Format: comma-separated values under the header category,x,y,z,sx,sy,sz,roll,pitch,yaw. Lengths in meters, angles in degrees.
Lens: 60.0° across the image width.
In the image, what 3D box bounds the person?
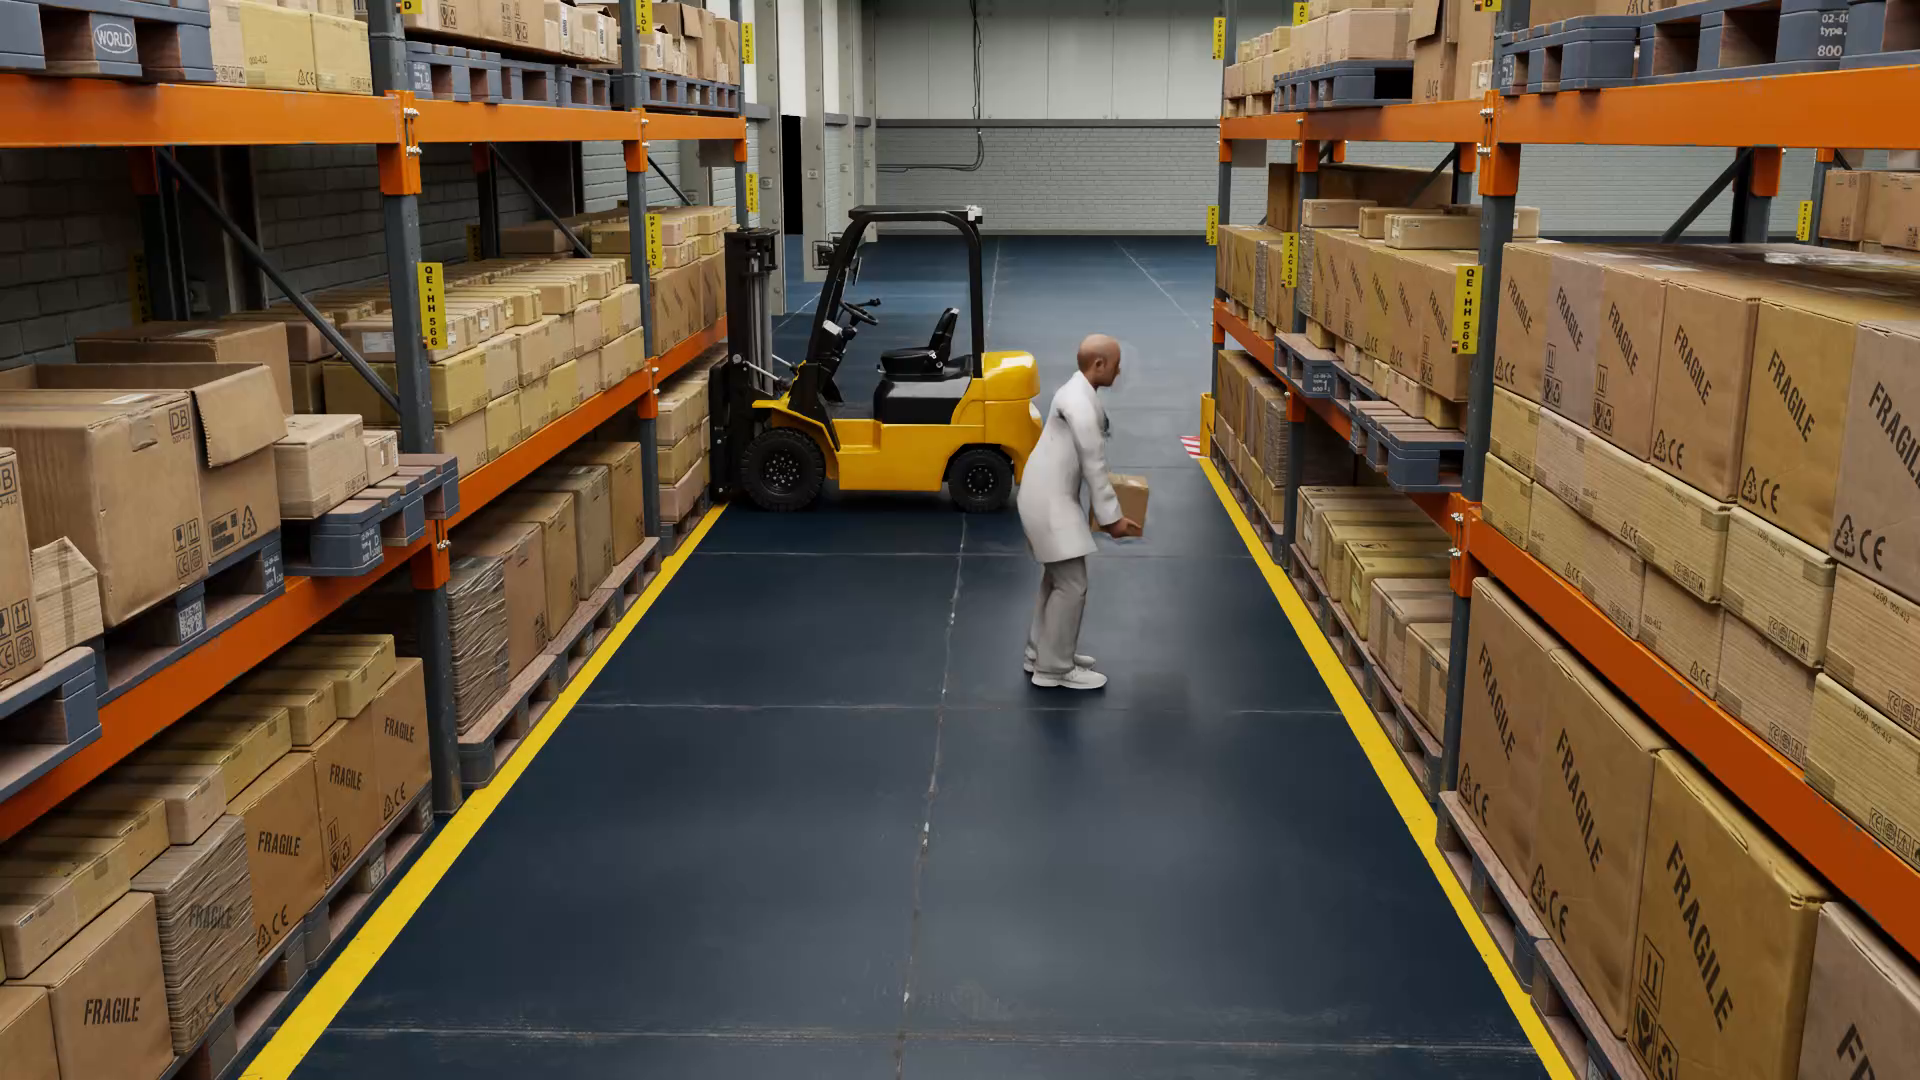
category,x,y,z,sx,sy,sz,roll,pitch,yaw
person,0.581,-0.142,8.201,0.601,1.744,0.530,0,14,0
